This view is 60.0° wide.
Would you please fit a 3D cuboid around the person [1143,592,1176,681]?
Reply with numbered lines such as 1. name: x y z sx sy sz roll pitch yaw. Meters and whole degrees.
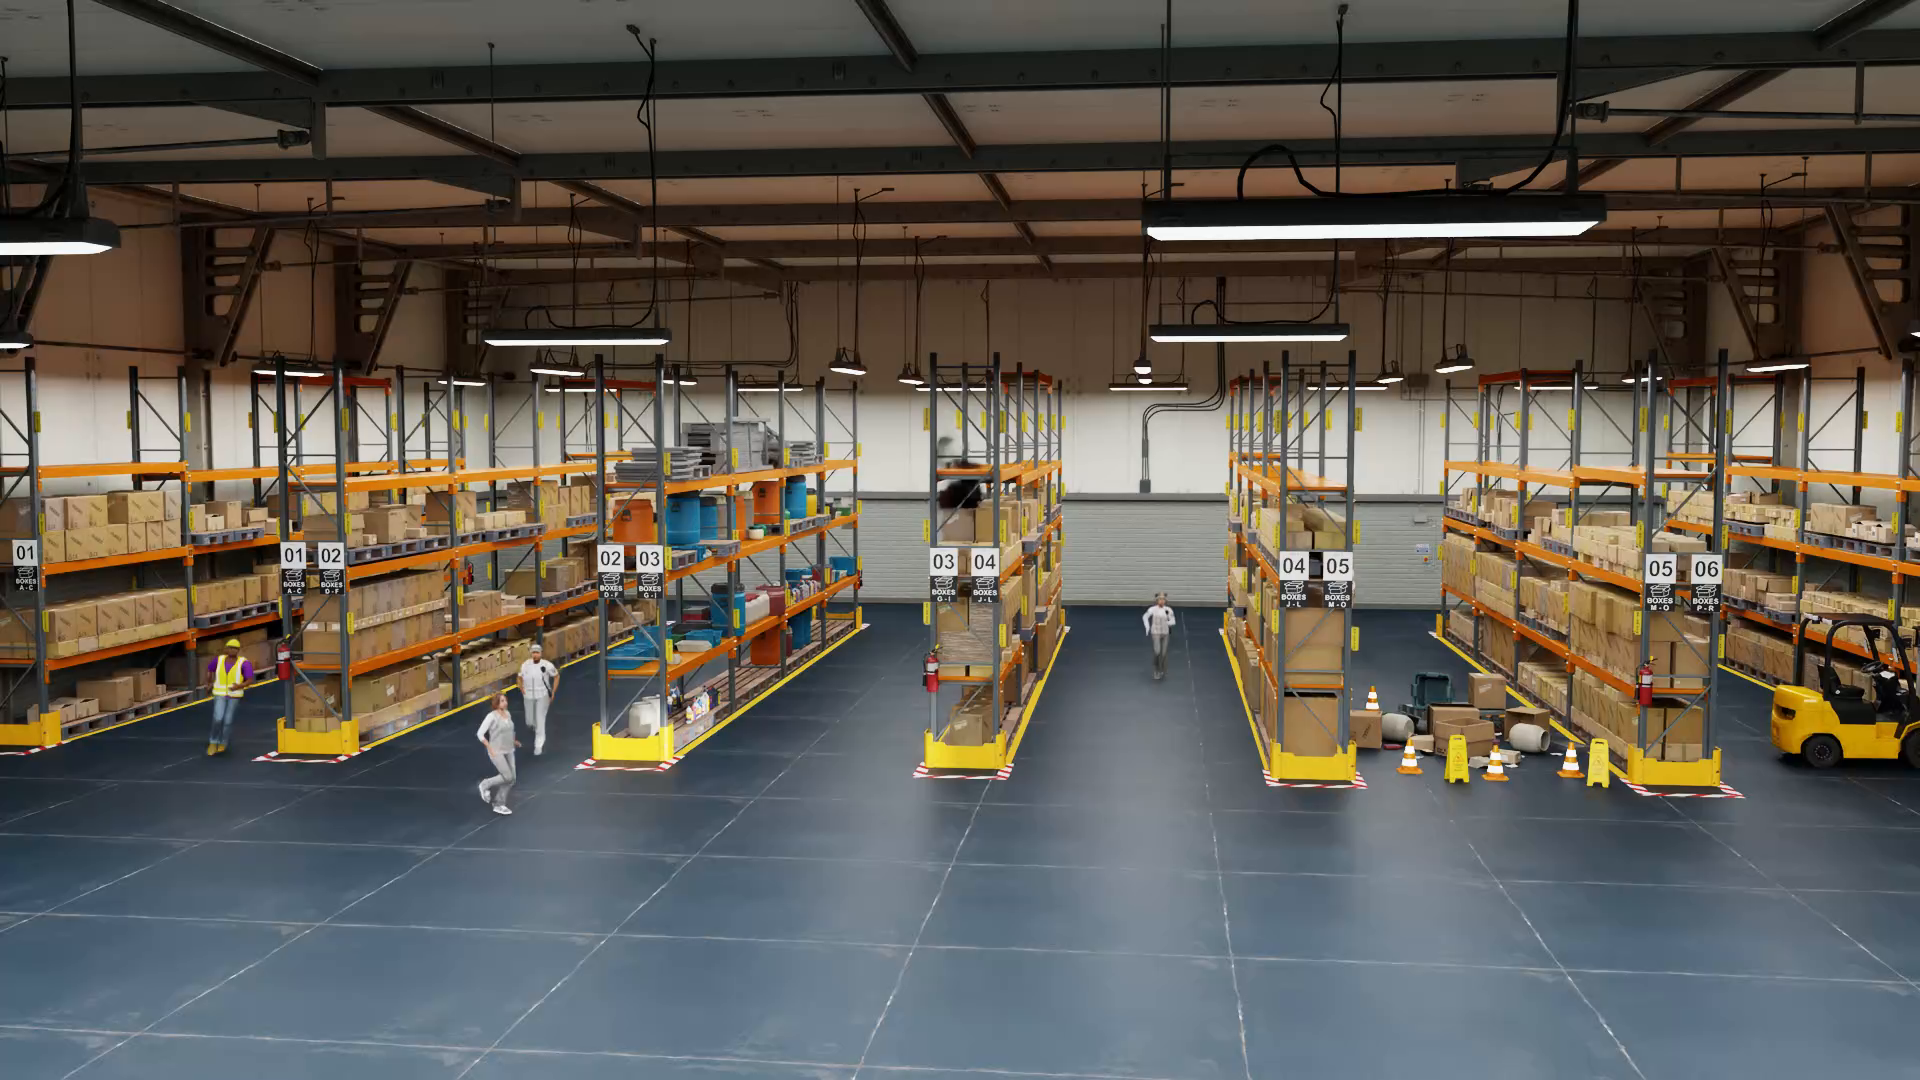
1. person: 3.901 1.874 32.380 0.577 1.725 0.696 0 4 -6

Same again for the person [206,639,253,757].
1. person: -11.031 2.367 25.106 0.687 1.757 0.658 -2 4 -22

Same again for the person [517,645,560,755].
1. person: -6.435 2.410 25.348 0.644 1.656 0.679 0 4 2

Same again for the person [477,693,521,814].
1. person: -5.874 2.738 21.271 0.526 1.536 0.536 2 5 27
